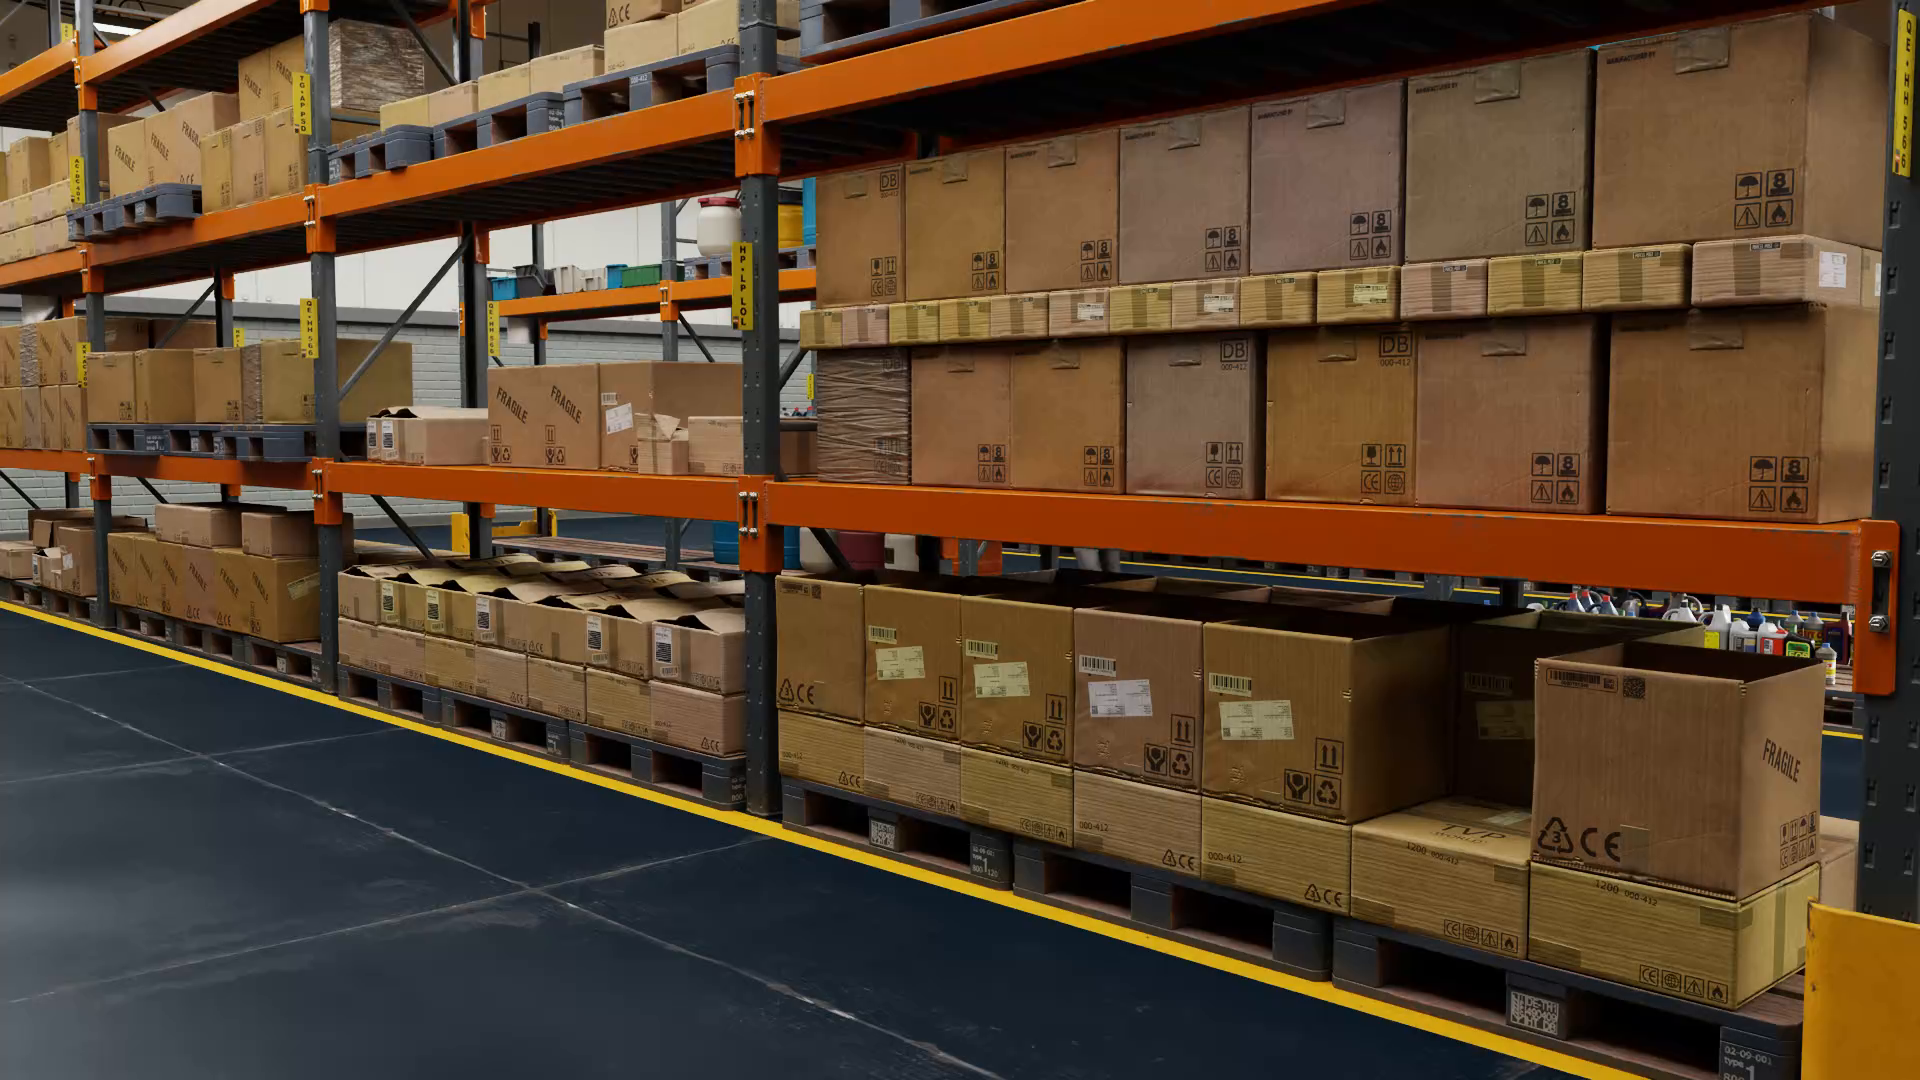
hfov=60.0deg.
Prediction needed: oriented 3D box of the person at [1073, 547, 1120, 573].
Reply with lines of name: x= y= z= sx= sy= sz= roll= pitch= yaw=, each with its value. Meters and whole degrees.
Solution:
person: x=0.929 y=-0.025 z=10.595 sx=0.425 sy=1.596 sz=0.489 roll=-4 pitch=6 yaw=-44
